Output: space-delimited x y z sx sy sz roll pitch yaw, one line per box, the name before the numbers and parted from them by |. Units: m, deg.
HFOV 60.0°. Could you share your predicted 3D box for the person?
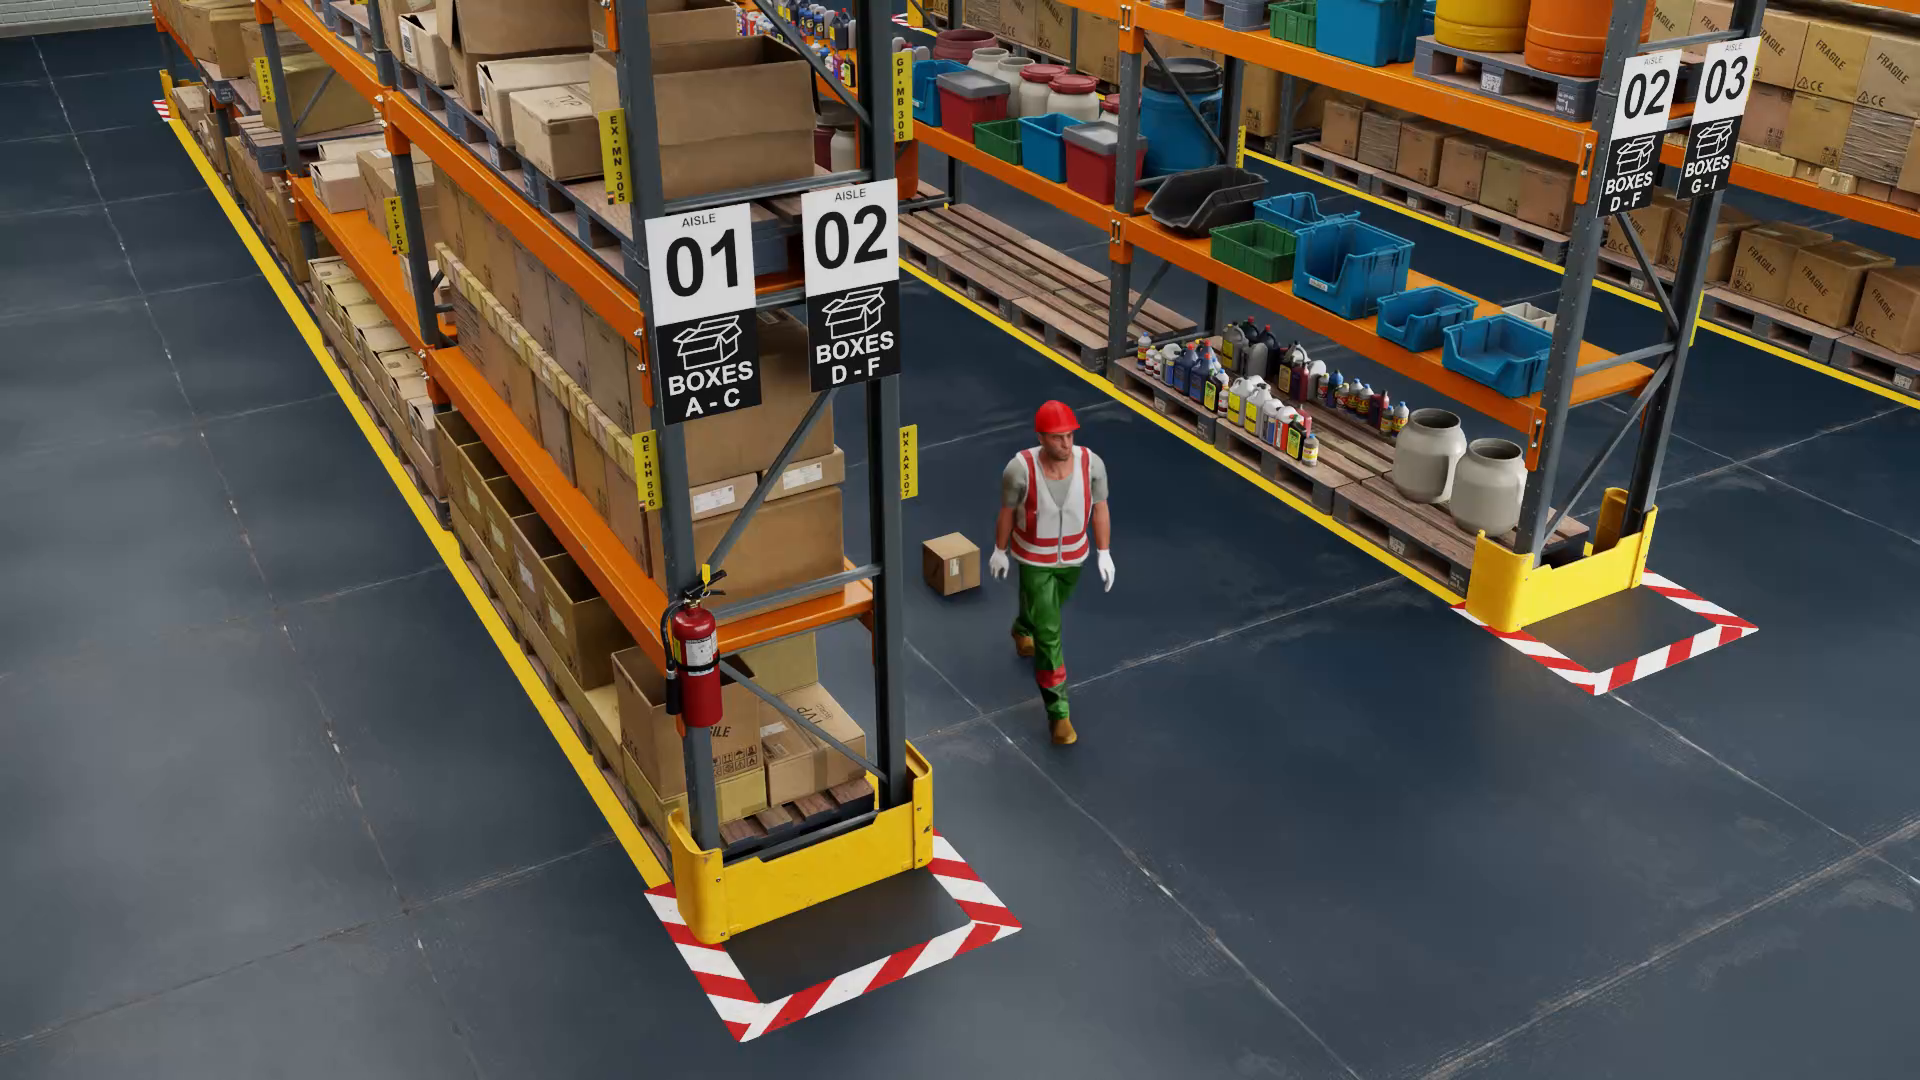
person | 0.465 0.072 8.436 0.575 1.742 1.082 -9 30 -16
